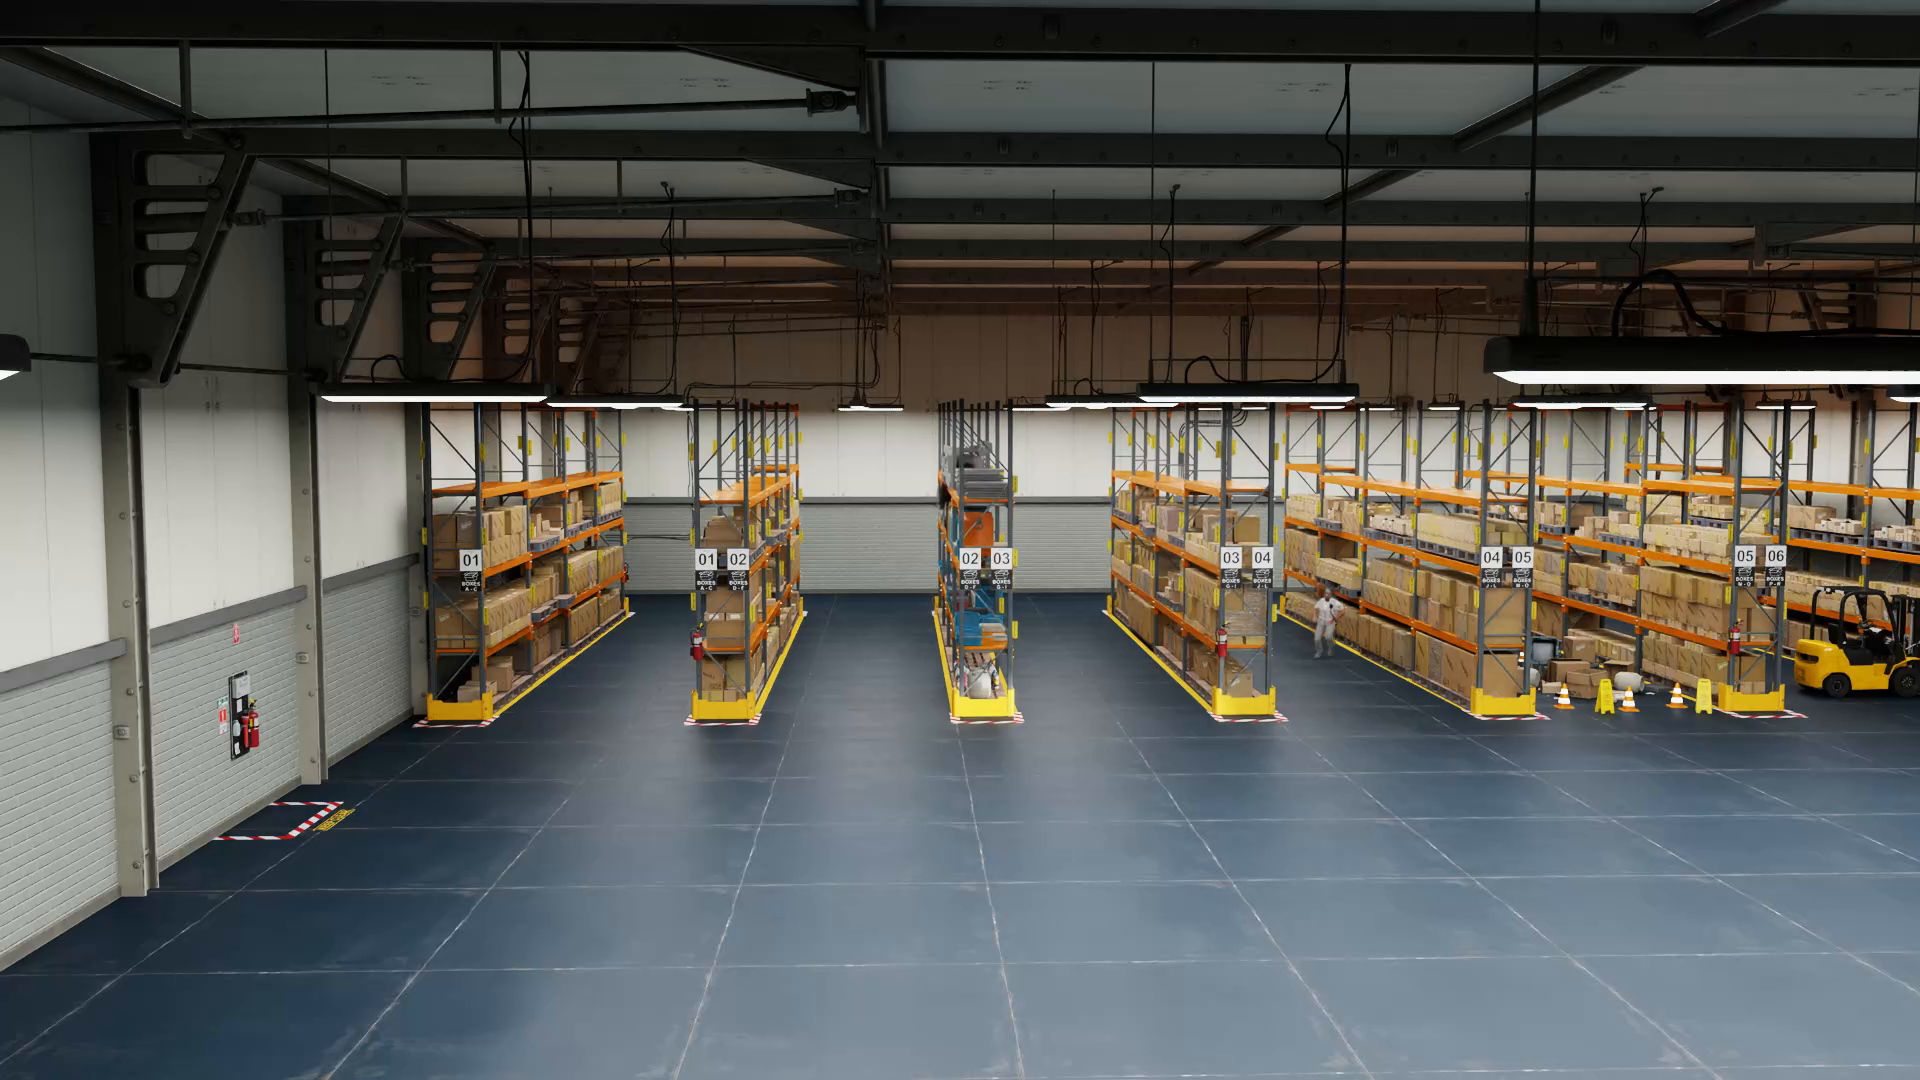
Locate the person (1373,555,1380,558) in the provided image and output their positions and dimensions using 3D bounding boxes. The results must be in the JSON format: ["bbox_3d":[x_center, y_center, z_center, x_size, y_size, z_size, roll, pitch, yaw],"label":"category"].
[{"bbox_3d":[11.777,1.293,46.790,0.619,1.723,0.972,-2,5,-23],"label":"person"}]

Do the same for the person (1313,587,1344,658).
[{"bbox_3d":[8.611,1.939,38.935,0.748,1.689,0.586,2,5,25],"label":"person"}]
